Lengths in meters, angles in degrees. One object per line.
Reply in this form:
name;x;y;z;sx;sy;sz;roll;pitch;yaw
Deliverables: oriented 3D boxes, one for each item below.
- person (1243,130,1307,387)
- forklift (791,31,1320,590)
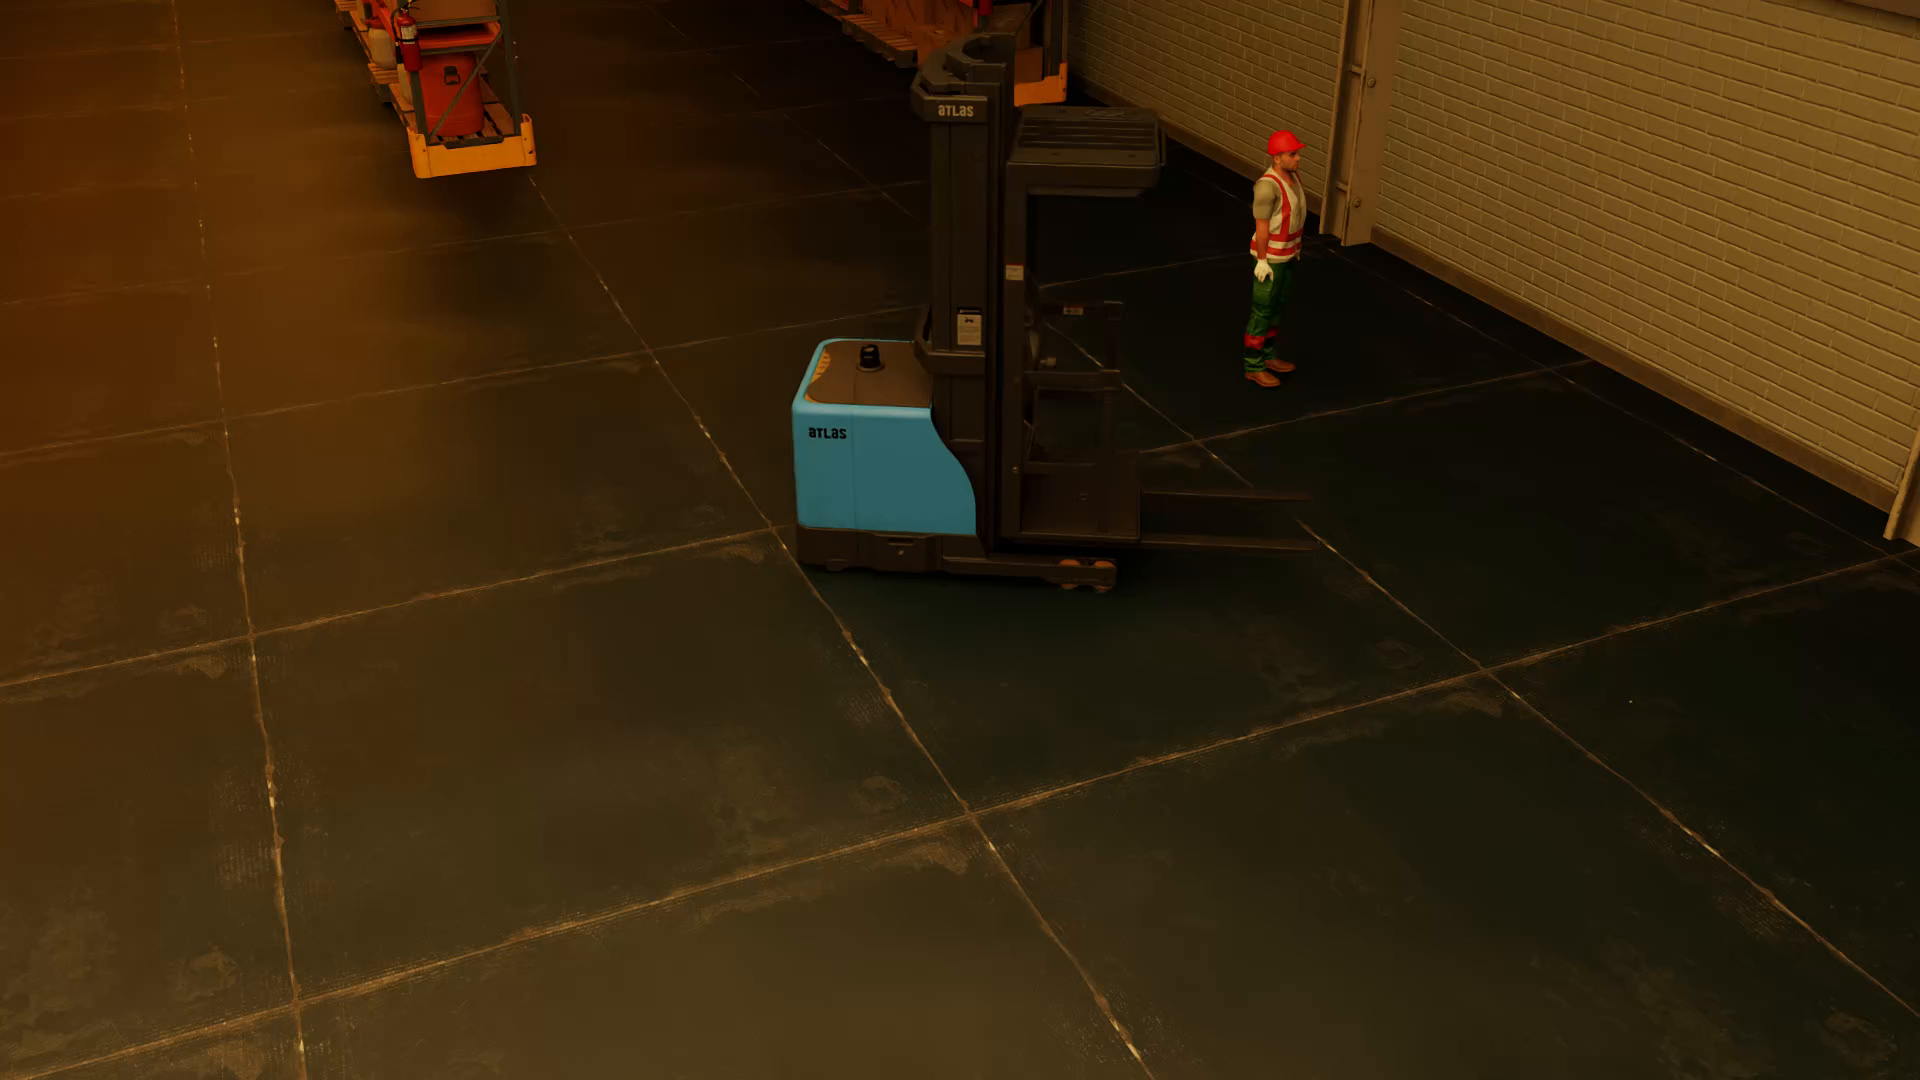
person;2.258;-2.002;11.771;0.369;1.795;0.529;18;34;28
forklift;0.590;-1.261;9.326;3.031;2.935;1.130;3;30;5
